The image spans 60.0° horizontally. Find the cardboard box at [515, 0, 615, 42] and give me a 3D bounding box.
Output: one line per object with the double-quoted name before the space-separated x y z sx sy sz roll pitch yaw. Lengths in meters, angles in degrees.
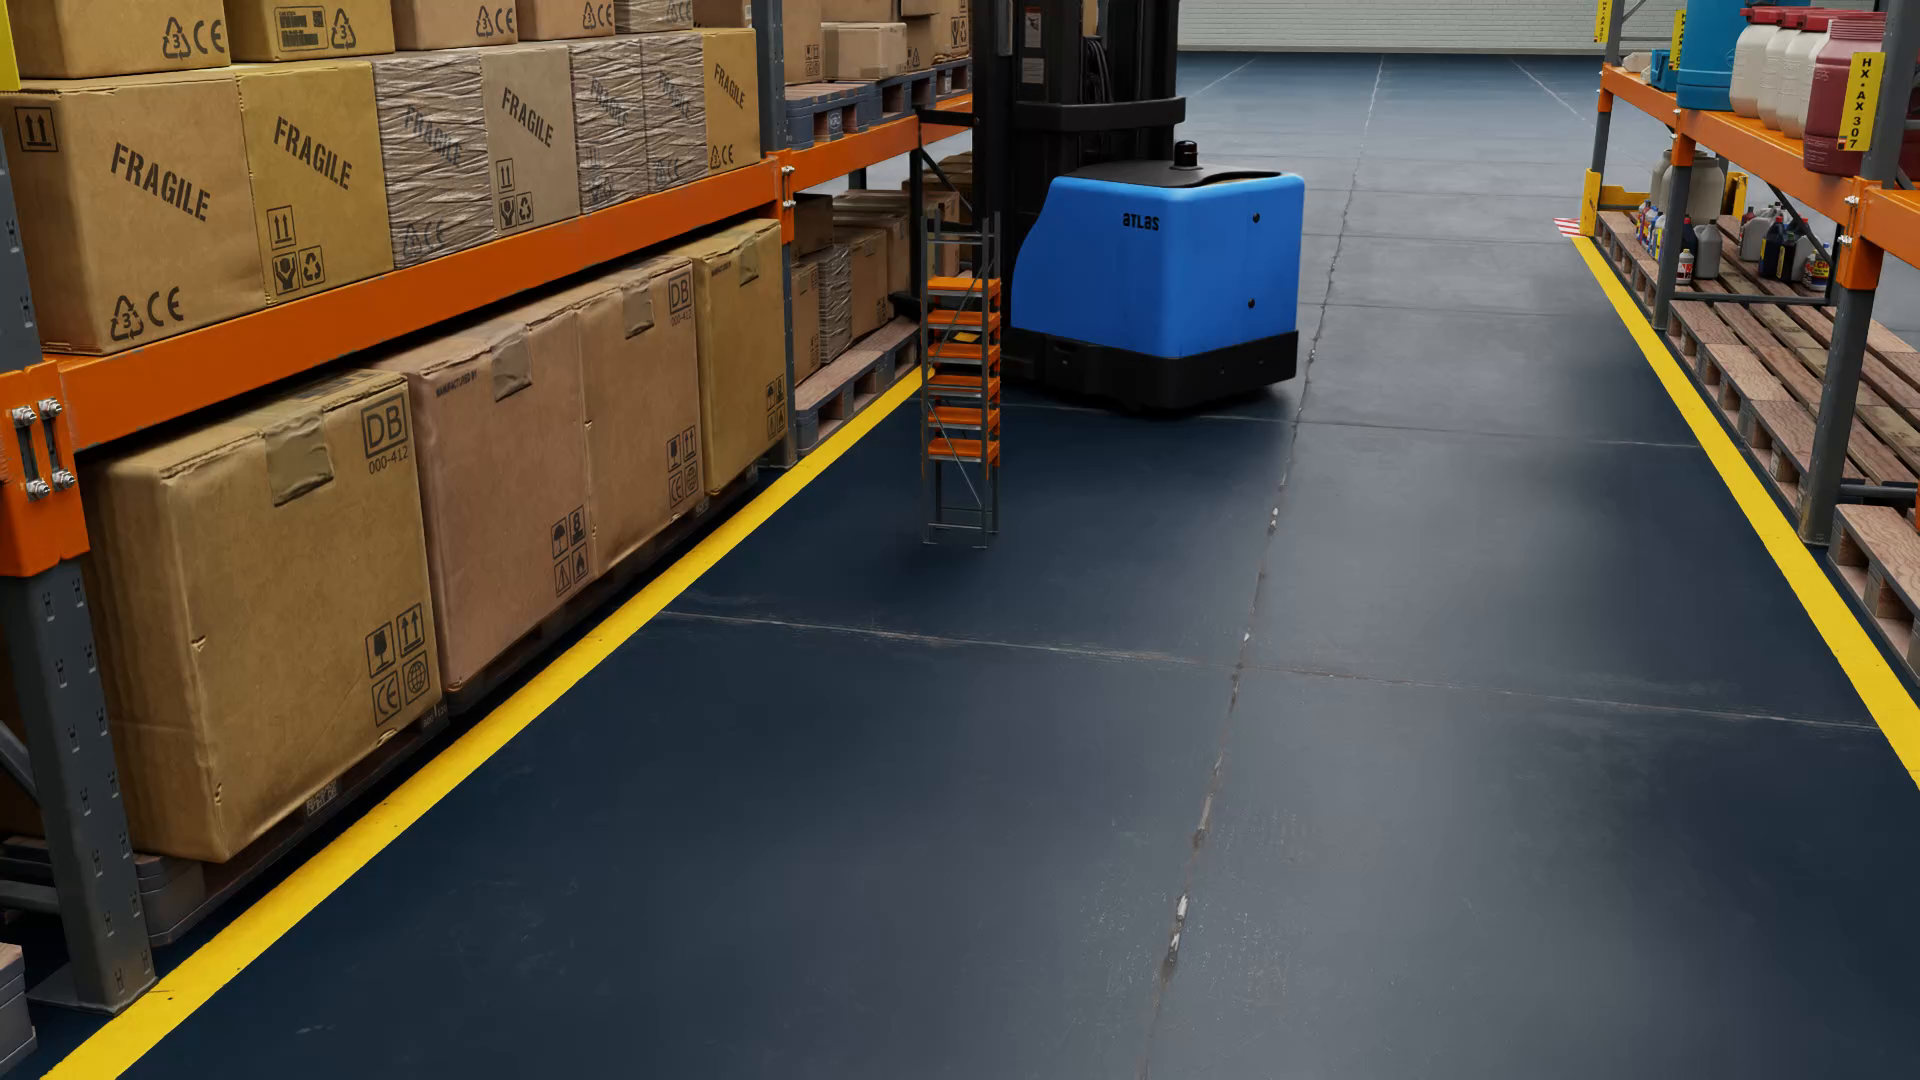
"cardboard box" -1.553 -1.857 5.276 0.797 0.503 0.637 5 20 15

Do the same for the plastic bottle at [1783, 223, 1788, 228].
"plastic bottle" 5.228 -1.875 10.576 0.097 0.271 0.097 0 19 0

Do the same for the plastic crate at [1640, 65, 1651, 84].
"plastic crate" 4.734 -3.033 10.835 0.530 0.136 0.437 5 19 13

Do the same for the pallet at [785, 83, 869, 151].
"pallet" -1.126 -1.908 7.428 1.213 0.211 1.003 5 19 13

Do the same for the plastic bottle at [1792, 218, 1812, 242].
"plastic bottle" 5.183 -1.804 10.246 0.144 0.351 0.185 5 20 15

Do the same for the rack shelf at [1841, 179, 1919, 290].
"rack shelf" 3.117 -0.408 3.855 1.077 0.370 4.000 5 19 13

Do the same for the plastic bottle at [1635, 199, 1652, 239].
"plastic bottle" 4.815 -2.256 11.693 0.097 0.271 0.097 0 19 0

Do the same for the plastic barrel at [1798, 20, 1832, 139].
"plastic barrel" 3.753 -1.900 6.935 0.421 0.512 0.421 0 19 0

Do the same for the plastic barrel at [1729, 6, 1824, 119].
"plastic barrel" 4.137 -2.411 8.395 0.433 0.535 0.433 0 19 0

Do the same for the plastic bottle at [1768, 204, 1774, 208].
"plastic bottle" 5.526 -2.157 11.385 0.061 0.283 0.133 5 20 15

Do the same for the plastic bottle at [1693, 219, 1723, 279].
"plastic bottle" 4.601 -1.797 10.225 0.144 0.351 0.185 5 19 13

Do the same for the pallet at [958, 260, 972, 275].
"pallet" -0.090 -1.914 11.465 1.003 0.211 1.213 5 19 13

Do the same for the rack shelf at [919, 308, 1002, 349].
"rack shelf" 0.004 -0.757 5.944 0.258 0.103 0.180 5 19 13

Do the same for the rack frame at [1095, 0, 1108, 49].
"rack frame" 0.757 -4.274 14.060 1.000 3.000 0.127 5 19 13

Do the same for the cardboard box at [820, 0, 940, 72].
"cardboard box" -0.554 -2.717 8.693 0.797 0.503 0.637 7 20 19

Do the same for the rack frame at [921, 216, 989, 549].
"rack frame" -0.019 -0.544 5.923 0.240 1.200 0.006 5 19 13

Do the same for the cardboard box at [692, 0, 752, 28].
"cardboard box" -1.104 -2.185 7.139 0.500 0.500 0.500 2 19 7

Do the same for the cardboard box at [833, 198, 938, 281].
"cardboard box" -0.526 -1.707 9.730 0.700 0.500 0.500 5 19 13

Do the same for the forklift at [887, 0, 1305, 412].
"forklift" 0.312 -2.388 8.644 1.130 2.935 3.031 -17 25 -41

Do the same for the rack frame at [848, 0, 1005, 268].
"rack frame" -0.220 -3.020 10.389 1.000 3.000 0.127 5 19 13

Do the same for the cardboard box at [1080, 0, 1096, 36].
"cardboard box" 0.591 -4.126 13.011 0.875 0.500 0.500 5 19 13

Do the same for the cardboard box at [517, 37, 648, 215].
"cardboard box" -1.329 -1.321 5.259 0.500 0.500 0.500 4 19 12

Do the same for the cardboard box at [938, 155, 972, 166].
"cardboard box" 0.125 -2.539 12.198 0.500 0.500 0.500 3 19 9

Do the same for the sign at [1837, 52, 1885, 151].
"sign" 3.071 -1.494 5.668 0.100 0.325 0.005 5 19 13

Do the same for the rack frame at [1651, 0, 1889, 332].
"rack frame" 4.583 -2.629 9.244 1.000 3.000 0.127 5 19 13

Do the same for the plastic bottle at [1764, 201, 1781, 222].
"plastic bottle" 5.378 -2.055 10.980 0.144 0.351 0.185 5 20 16

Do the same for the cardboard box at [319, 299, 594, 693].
"cardboard box" -1.820 -0.188 4.736 1.225 0.875 0.875 4 19 11

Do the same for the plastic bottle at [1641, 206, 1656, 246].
"plastic bottle" 4.731 -2.149 11.378 0.097 0.271 0.097 0 19 0

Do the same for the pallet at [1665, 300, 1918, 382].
"pallet" 4.429 -1.060 8.965 1.003 0.211 1.213 5 19 13

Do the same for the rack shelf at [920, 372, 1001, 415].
"rack shelf" 0.004 -0.530 6.021 0.258 0.103 0.180 5 19 13

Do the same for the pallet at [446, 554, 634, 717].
"pallet" -1.763 0.175 5.347 1.003 0.211 1.213 5 19 13

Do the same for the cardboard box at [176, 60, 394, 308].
"cardboard box" -1.698 -0.842 3.858 0.500 0.500 0.500 5 19 13

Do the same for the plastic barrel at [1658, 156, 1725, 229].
"plastic barrel" 5.351 -2.535 12.167 0.421 0.512 0.421 0 19 0

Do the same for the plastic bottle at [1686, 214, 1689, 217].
"plastic bottle" 4.734 -1.980 10.866 0.061 0.283 0.133 5 19 13

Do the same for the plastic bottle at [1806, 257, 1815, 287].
"plastic bottle" 5.111 -1.610 9.910 0.097 0.201 0.097 0 19 0

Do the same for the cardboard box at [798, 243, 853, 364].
"cardboard box" -0.930 -1.178 8.183 0.700 0.500 0.500 3 19 9

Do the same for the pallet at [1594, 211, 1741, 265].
"pallet" 5.384 -2.281 12.541 1.003 0.211 1.213 5 19 13

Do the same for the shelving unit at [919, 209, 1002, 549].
"shelving unit" 0.004 -0.572 6.007 0.258 1.200 0.189 5 19 13

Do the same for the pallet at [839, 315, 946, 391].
"pallet" -0.705 -1.073 9.002 1.003 0.211 1.213 5 19 13

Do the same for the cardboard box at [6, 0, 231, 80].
"cardboard box" -2.026 -1.236 3.458 0.797 0.503 0.637 4 19 12

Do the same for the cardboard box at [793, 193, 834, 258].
"cardboard box" -0.943 -1.526 8.041 0.500 0.250 0.500 7 20 20

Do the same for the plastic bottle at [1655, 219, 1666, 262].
"plastic bottle" 4.587 -1.970 10.731 0.144 0.351 0.185 5 19 13

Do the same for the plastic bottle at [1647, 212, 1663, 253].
"plastic bottle" 4.657 -2.054 11.101 0.097 0.271 0.097 0 19 0

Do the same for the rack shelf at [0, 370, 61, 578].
"rack shelf" -2.663 0.455 1.329 1.077 0.370 4.000 5 19 13

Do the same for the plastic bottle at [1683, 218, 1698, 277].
"plastic bottle" 4.461 -1.808 10.259 0.144 0.351 0.185 4 19 12
